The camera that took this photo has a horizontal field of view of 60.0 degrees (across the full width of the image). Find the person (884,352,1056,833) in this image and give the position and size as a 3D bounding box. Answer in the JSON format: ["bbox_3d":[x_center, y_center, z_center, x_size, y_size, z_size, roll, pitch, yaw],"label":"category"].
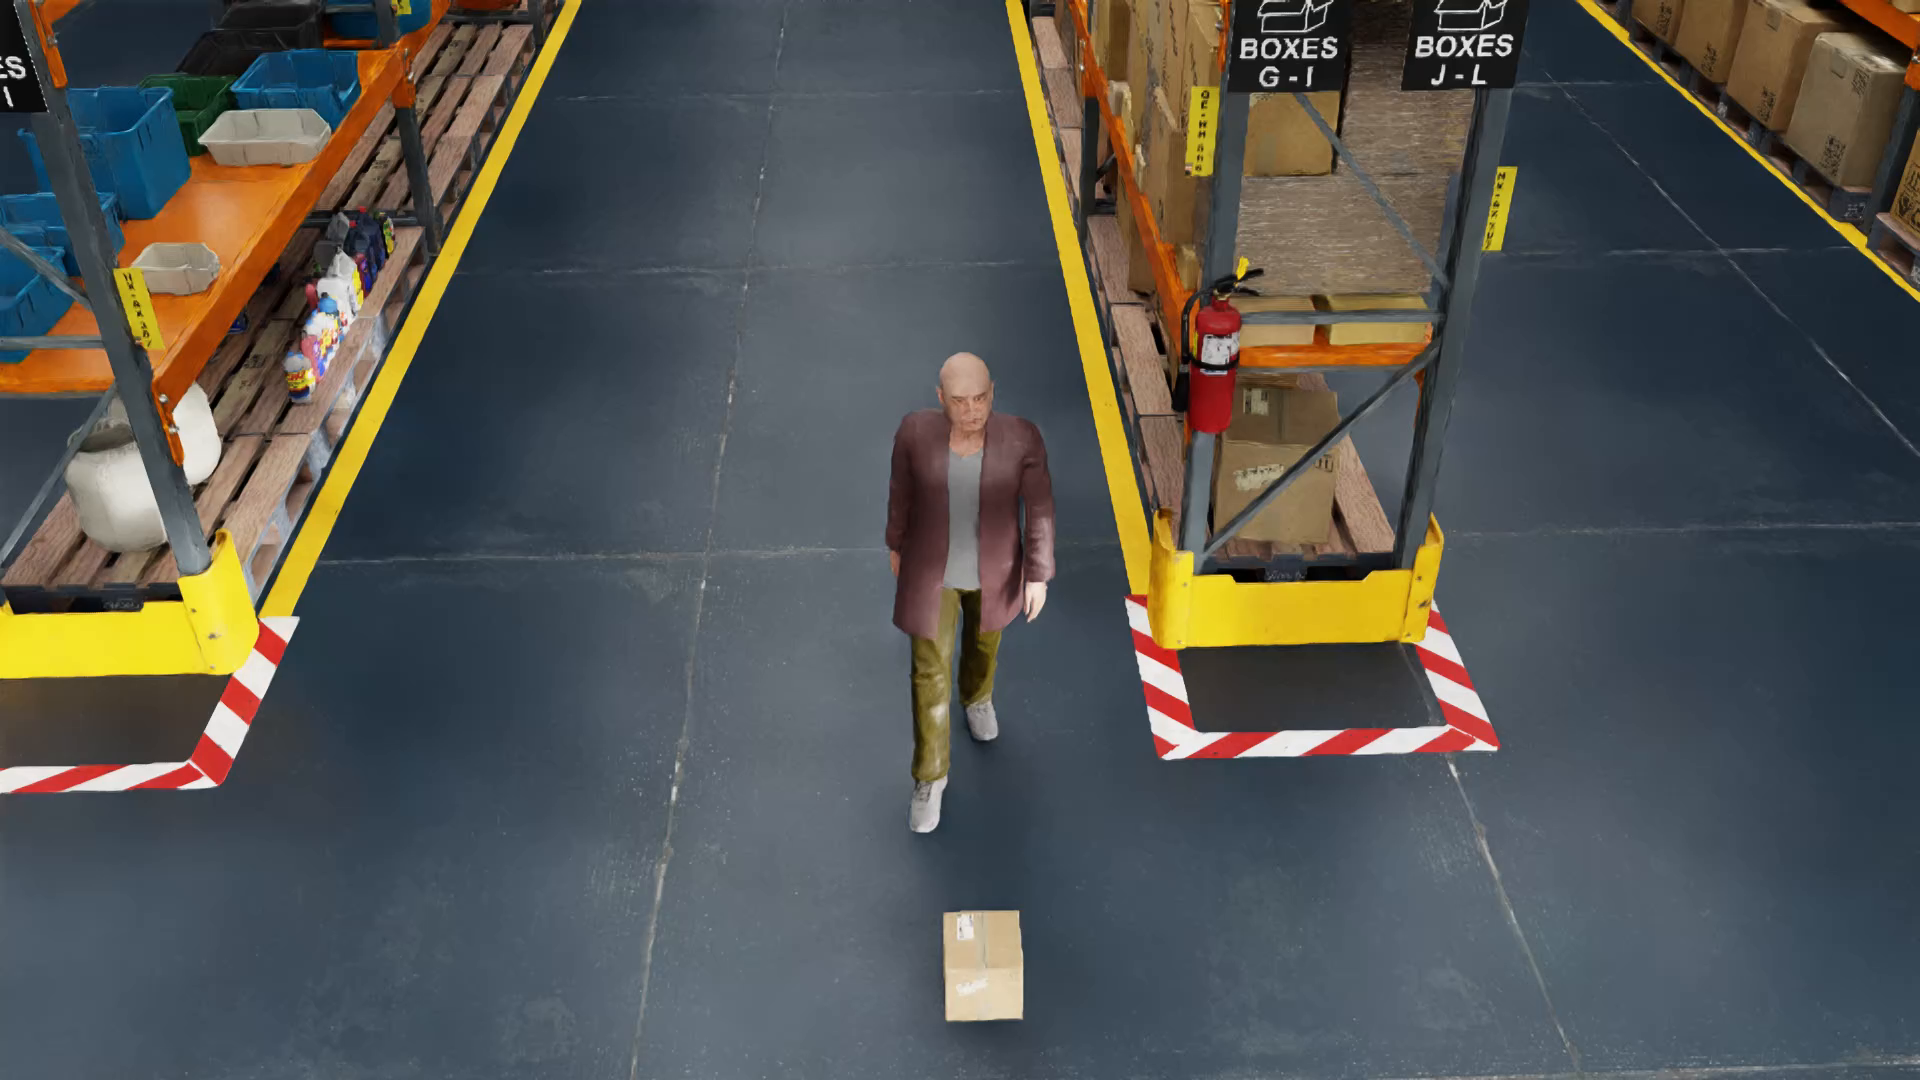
[{"bbox_3d":[0.035,0.133,5.946,0.614,1.748,0.889,-1,35,-1],"label":"person"}]
